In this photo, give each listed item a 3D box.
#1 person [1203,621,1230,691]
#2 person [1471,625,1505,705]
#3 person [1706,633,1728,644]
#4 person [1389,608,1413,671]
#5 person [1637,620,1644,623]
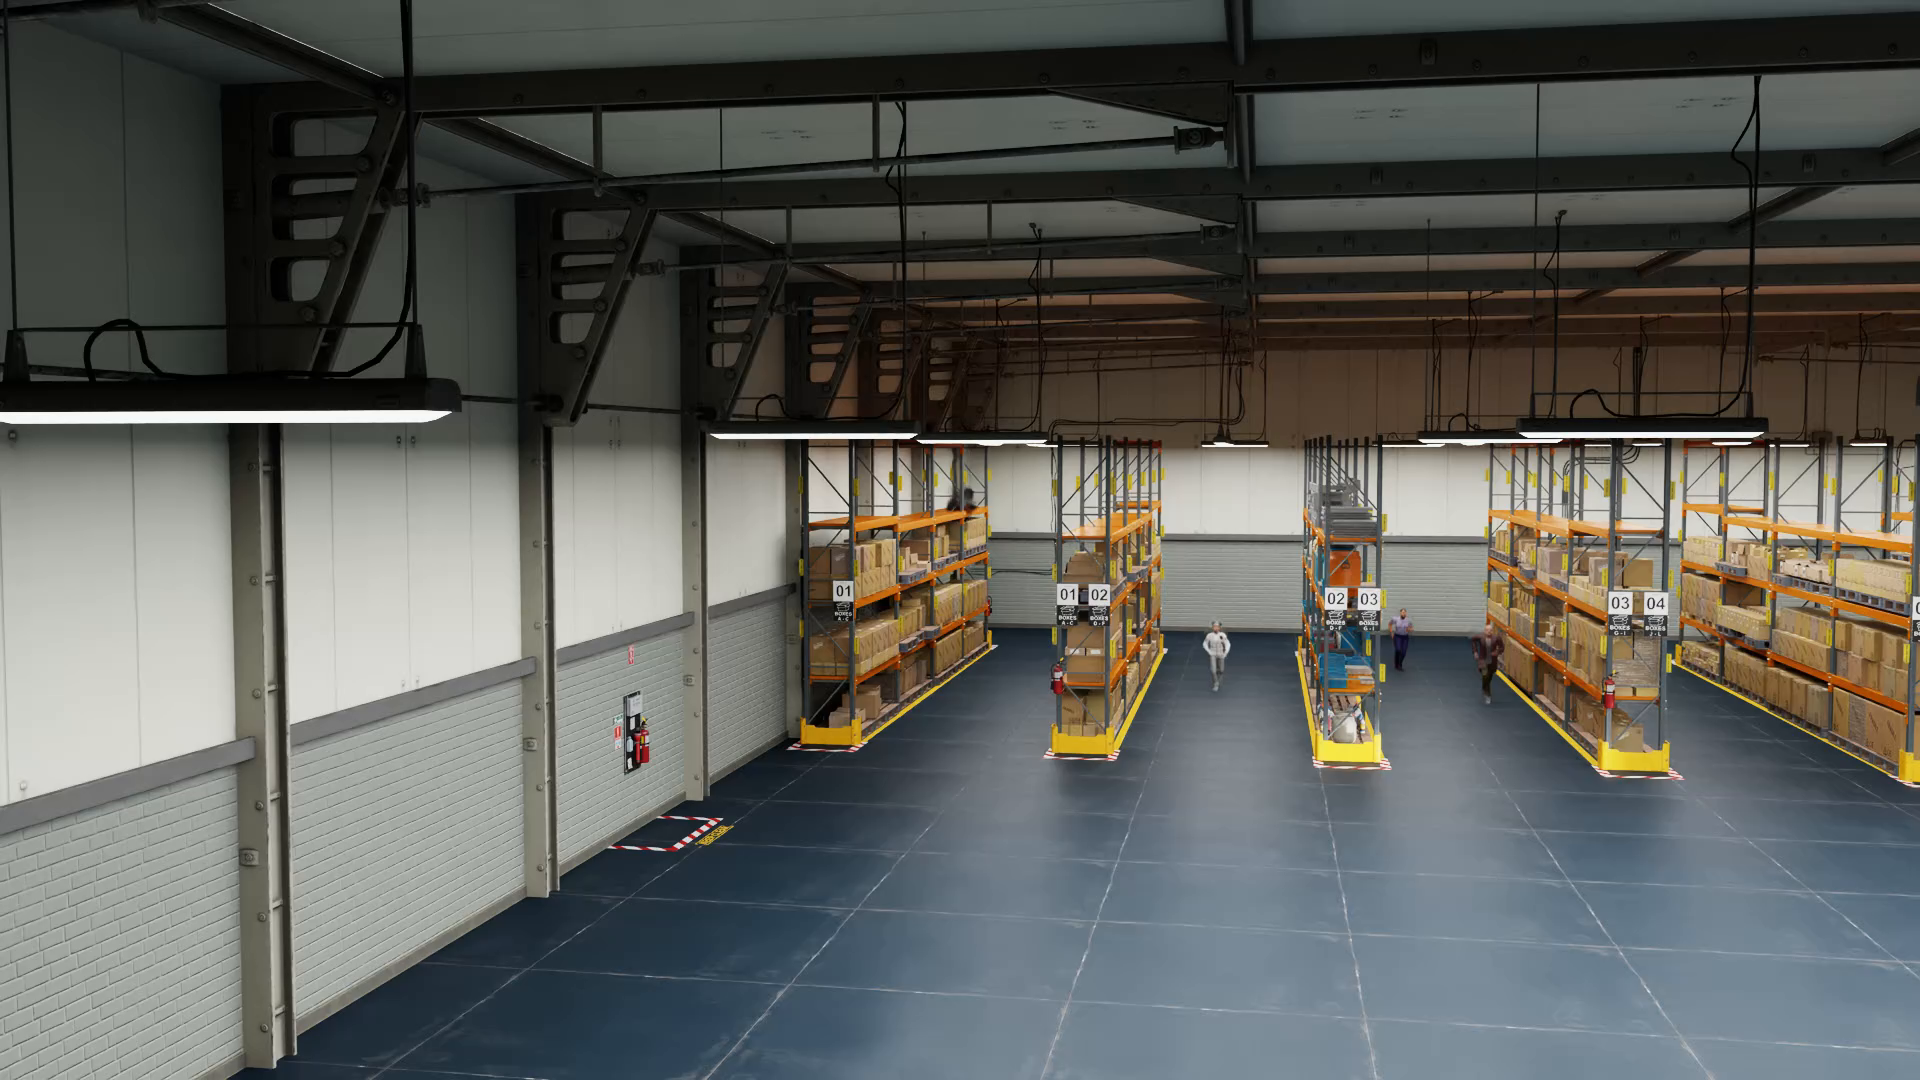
[{"bbox_3d":[6.138,2.757,39.810,0.649,1.659,0.610,0,3,4],"label":"person"},{"bbox_3d":[12.011,2.804,37.874,0.708,1.790,1.167,0,3,8],"label":"person"},{"bbox_3d":[20.691,2.383,45.609,0.702,1.752,0.874,-2,3,-26],"label":"person"},{"bbox_3d":[11.438,2.597,43.099,0.588,1.617,0.726,0,3,2],"label":"person"},{"bbox_3d":[16.906,2.588,41.679,0.674,1.761,0.643,0,3,7],"label":"person"}]
